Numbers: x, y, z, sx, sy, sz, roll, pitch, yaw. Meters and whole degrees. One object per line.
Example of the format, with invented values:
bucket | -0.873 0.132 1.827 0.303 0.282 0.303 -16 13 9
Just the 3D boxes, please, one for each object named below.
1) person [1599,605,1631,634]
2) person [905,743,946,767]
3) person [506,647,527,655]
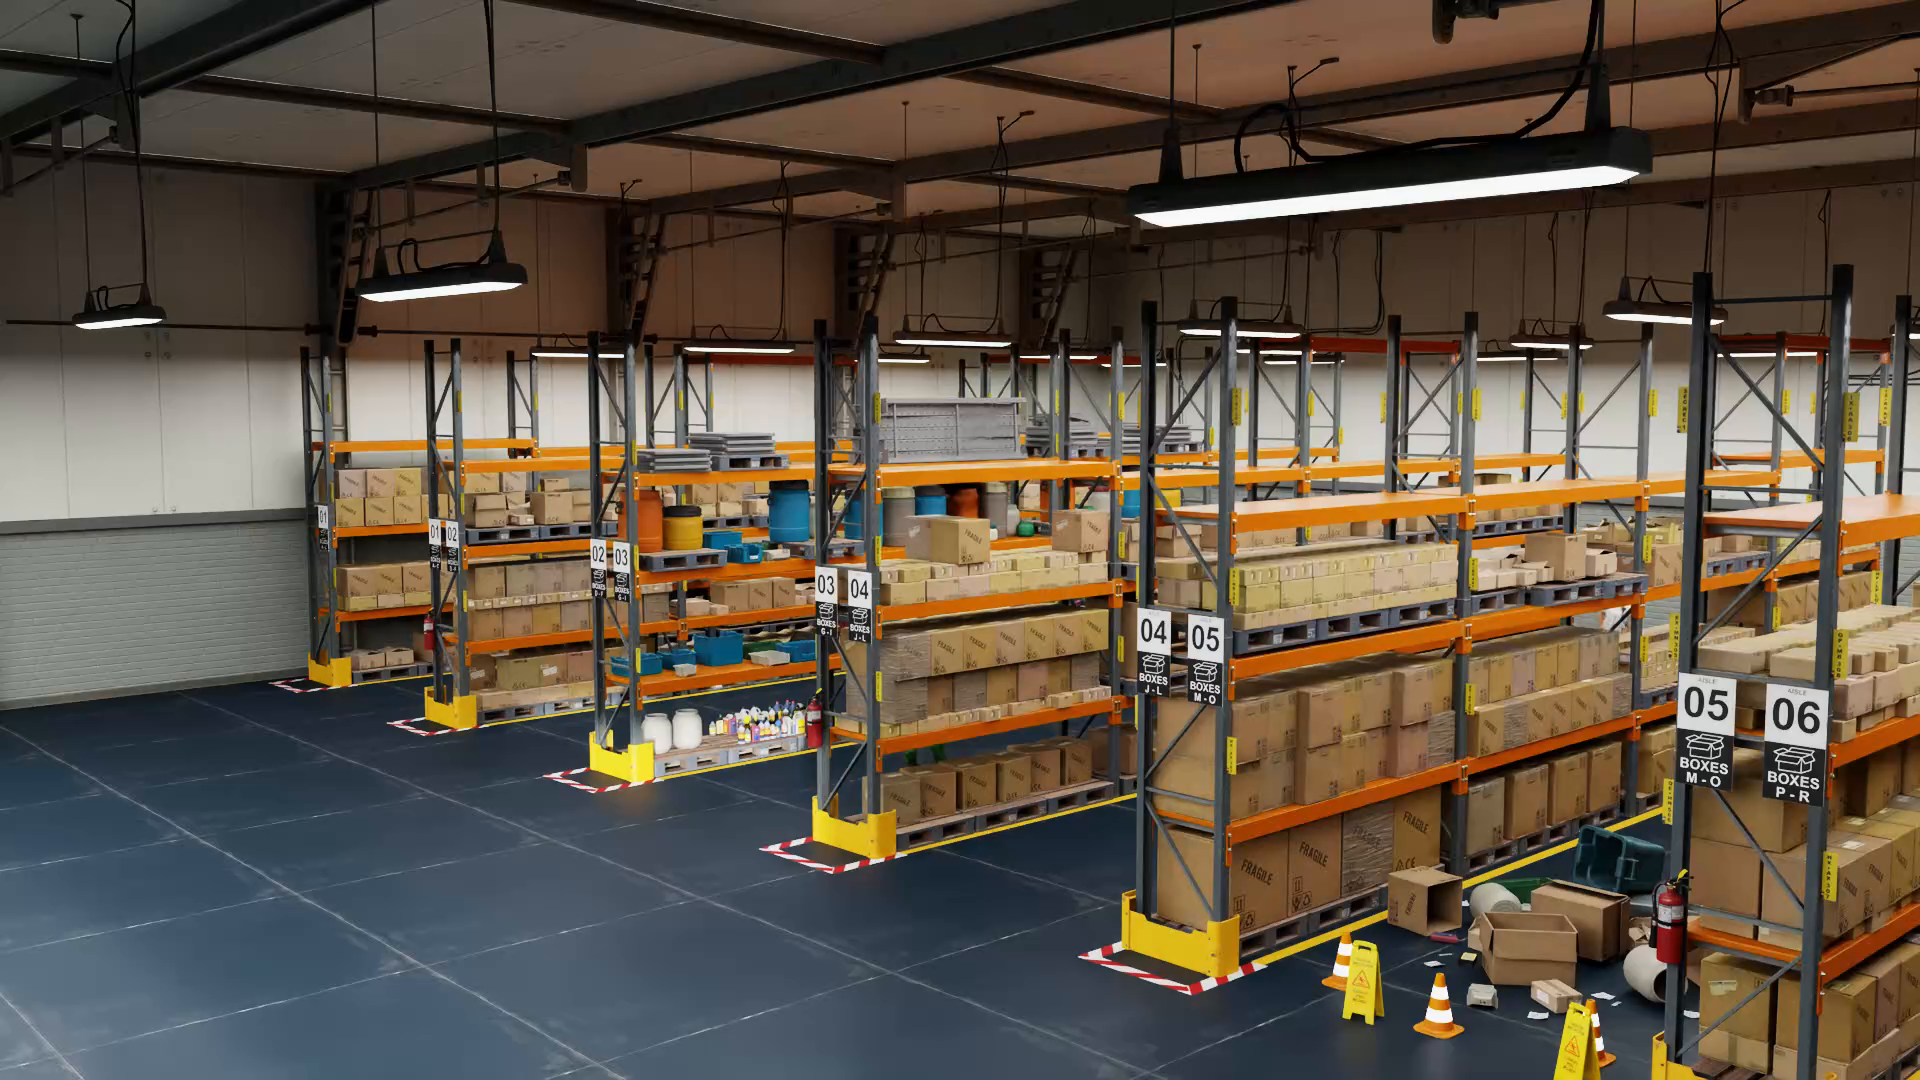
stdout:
person | 12.065 1.682 30.544 0.648 1.610 0.525 2 6 26
person | -0.511 2.418 21.724 0.702 1.710 0.729 1 5 9
person | -7.704 1.834 29.011 0.604 1.599 0.716 2 6 26
